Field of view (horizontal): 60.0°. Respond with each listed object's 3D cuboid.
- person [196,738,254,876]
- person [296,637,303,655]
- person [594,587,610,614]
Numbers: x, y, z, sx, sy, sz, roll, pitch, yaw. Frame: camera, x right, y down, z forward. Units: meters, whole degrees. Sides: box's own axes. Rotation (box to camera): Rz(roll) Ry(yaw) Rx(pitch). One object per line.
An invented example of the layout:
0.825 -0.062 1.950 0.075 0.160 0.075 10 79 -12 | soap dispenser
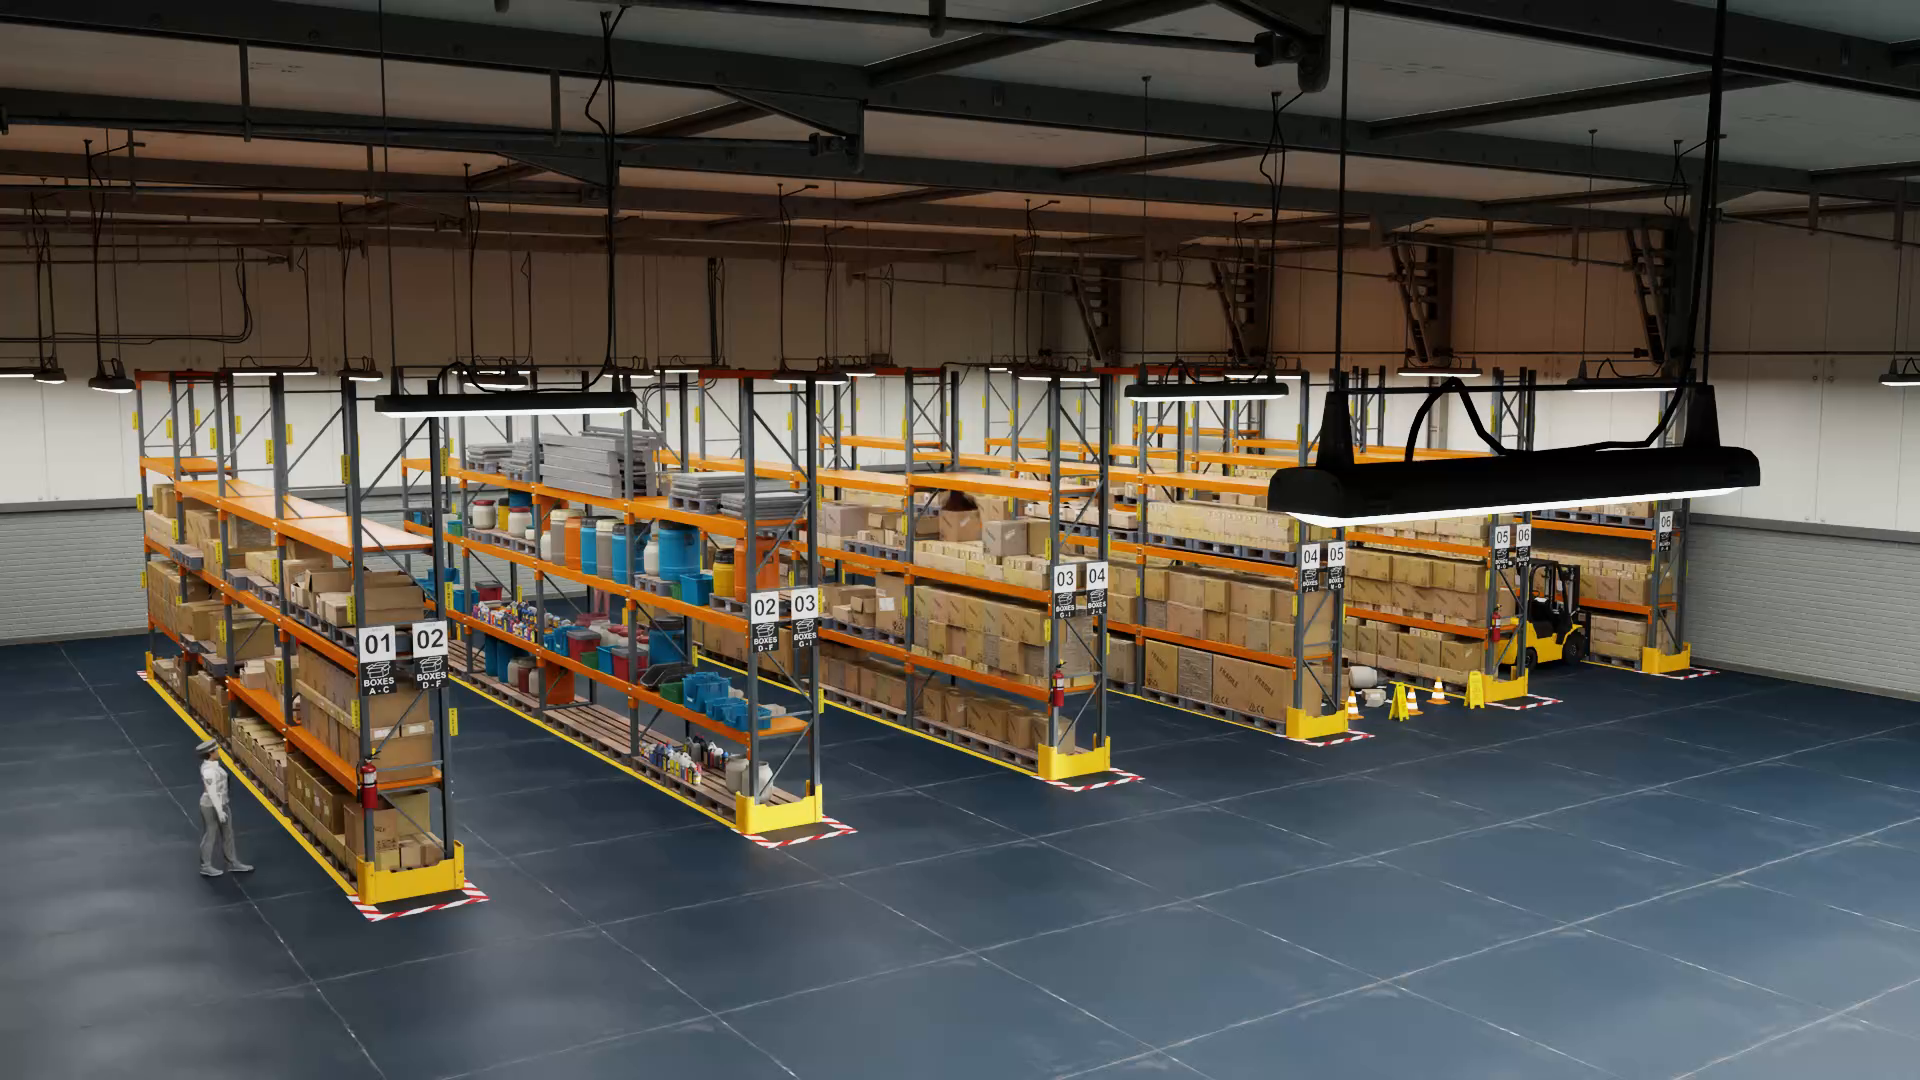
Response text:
-8.952 3.238 20.117 0.574 1.685 0.484 0 6 -1 | person
-11.965 2.086 30.205 0.501 1.671 1.060 -4 8 -34 | person
-8.336 1.148 38.598 0.486 1.678 0.438 -3 7 -28 | person
